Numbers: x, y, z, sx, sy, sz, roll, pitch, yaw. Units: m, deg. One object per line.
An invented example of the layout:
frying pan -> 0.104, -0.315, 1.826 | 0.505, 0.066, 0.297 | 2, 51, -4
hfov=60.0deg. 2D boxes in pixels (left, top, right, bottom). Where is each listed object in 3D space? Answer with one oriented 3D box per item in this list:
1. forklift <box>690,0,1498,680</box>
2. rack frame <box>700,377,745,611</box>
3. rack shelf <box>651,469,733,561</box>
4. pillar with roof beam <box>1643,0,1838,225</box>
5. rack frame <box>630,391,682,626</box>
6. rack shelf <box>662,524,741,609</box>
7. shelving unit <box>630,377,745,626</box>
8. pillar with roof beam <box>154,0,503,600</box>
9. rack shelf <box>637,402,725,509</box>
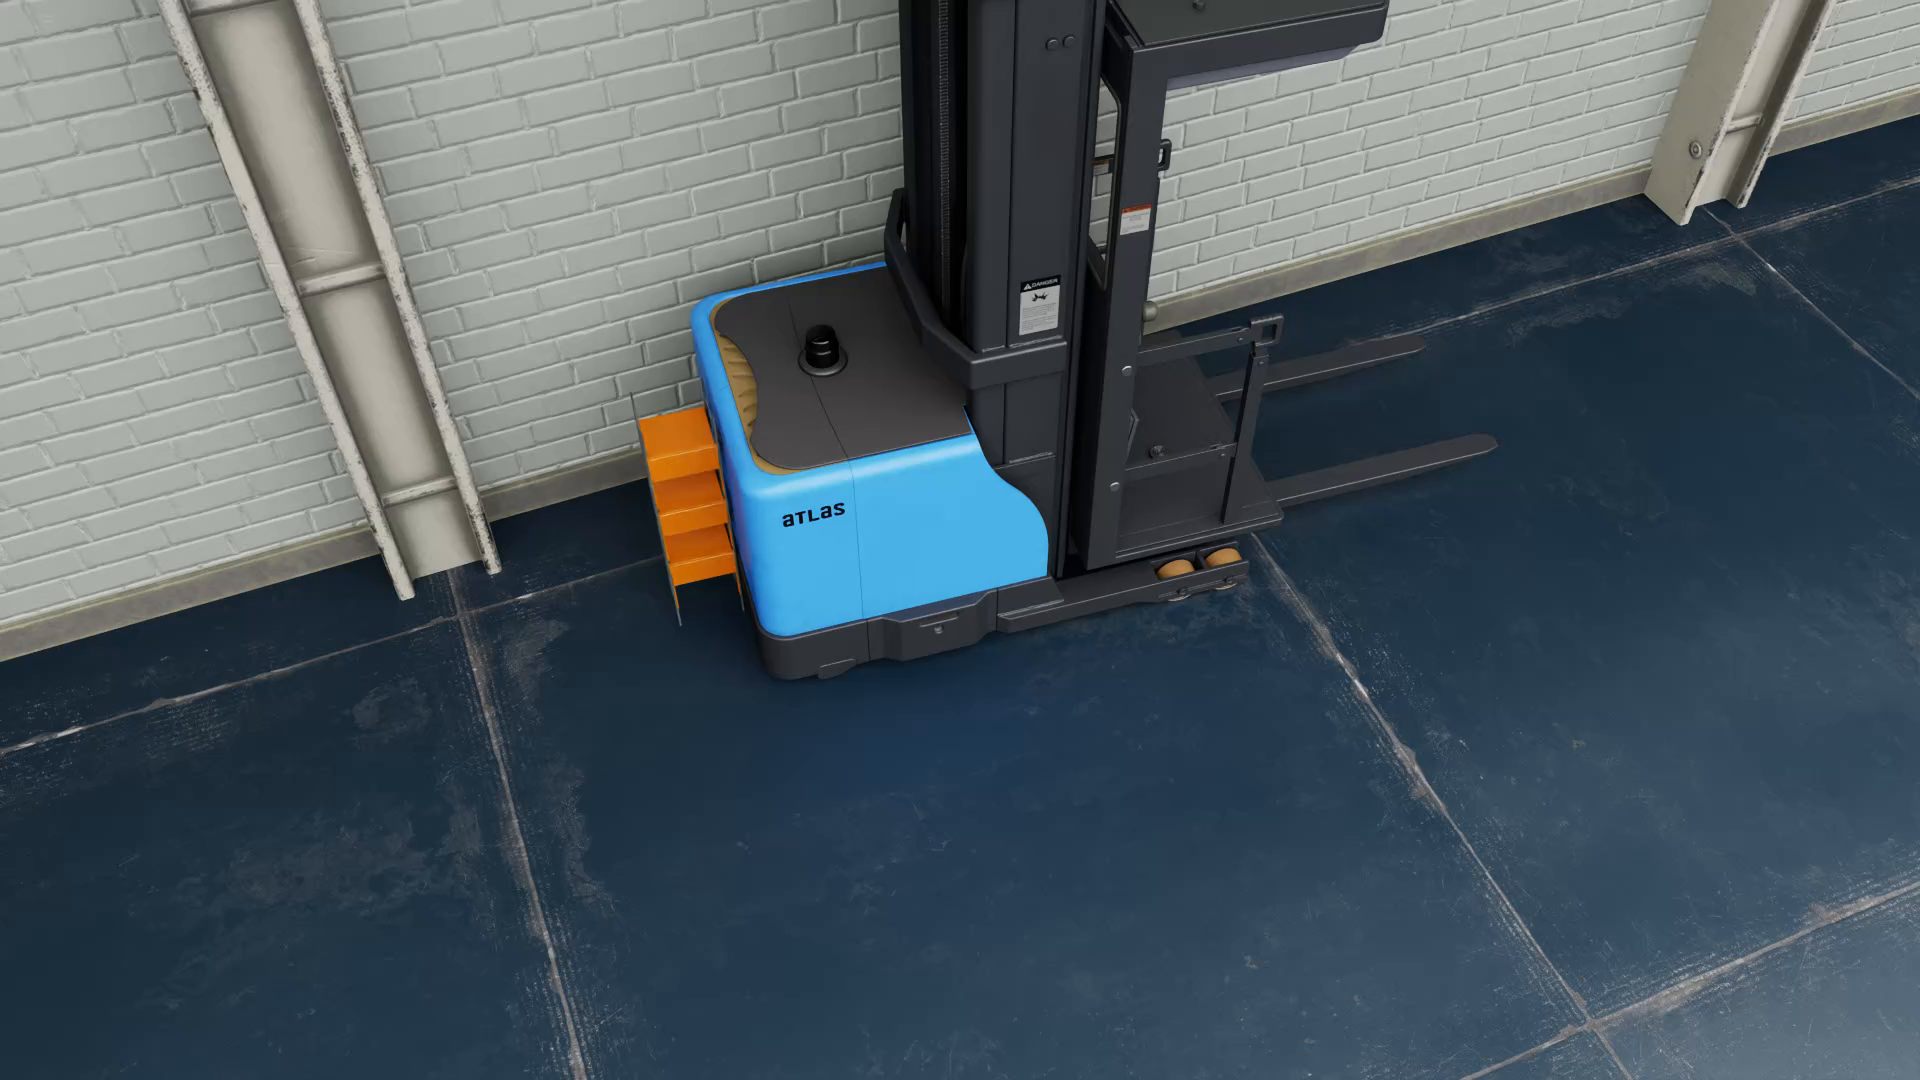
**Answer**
forklift -> 0.601, -1.094, 5.598 | 3.031, 2.935, 1.130 | -13, 51, -11
rack frame -> -0.855, -0.143, 6.021 | 0.008, 1.050, 0.200 | -13, 51, -11
rack shelf -> -0.972, -0.109, 6.006 | 0.240, 0.259, 0.215 | -13, 51, -11
pillar with roof beam -> 5.157, -1.561, 1.999 | 0.400, 9.000, 9.100 | -17, 52, -14
rack frame -> -1.088, -0.089, 5.975 | 0.008, 1.050, 0.200 | -13, 51, -11
rack shelf -> -0.972, 0.072, 6.217 | 0.240, 0.259, 0.215 | -13, 51, -11
shelving unit -> -0.972, -0.116, 5.998 | 0.252, 1.050, 0.215 | -13, 51, -11
pillar with roof beam -> -0.398, 0.160, 0.521 | 0.400, 9.000, 9.100 | -17, 52, -14
rack shelf -> -0.972, -0.294, 5.791 | 0.240, 0.259, 0.215 | -13, 51, -11
